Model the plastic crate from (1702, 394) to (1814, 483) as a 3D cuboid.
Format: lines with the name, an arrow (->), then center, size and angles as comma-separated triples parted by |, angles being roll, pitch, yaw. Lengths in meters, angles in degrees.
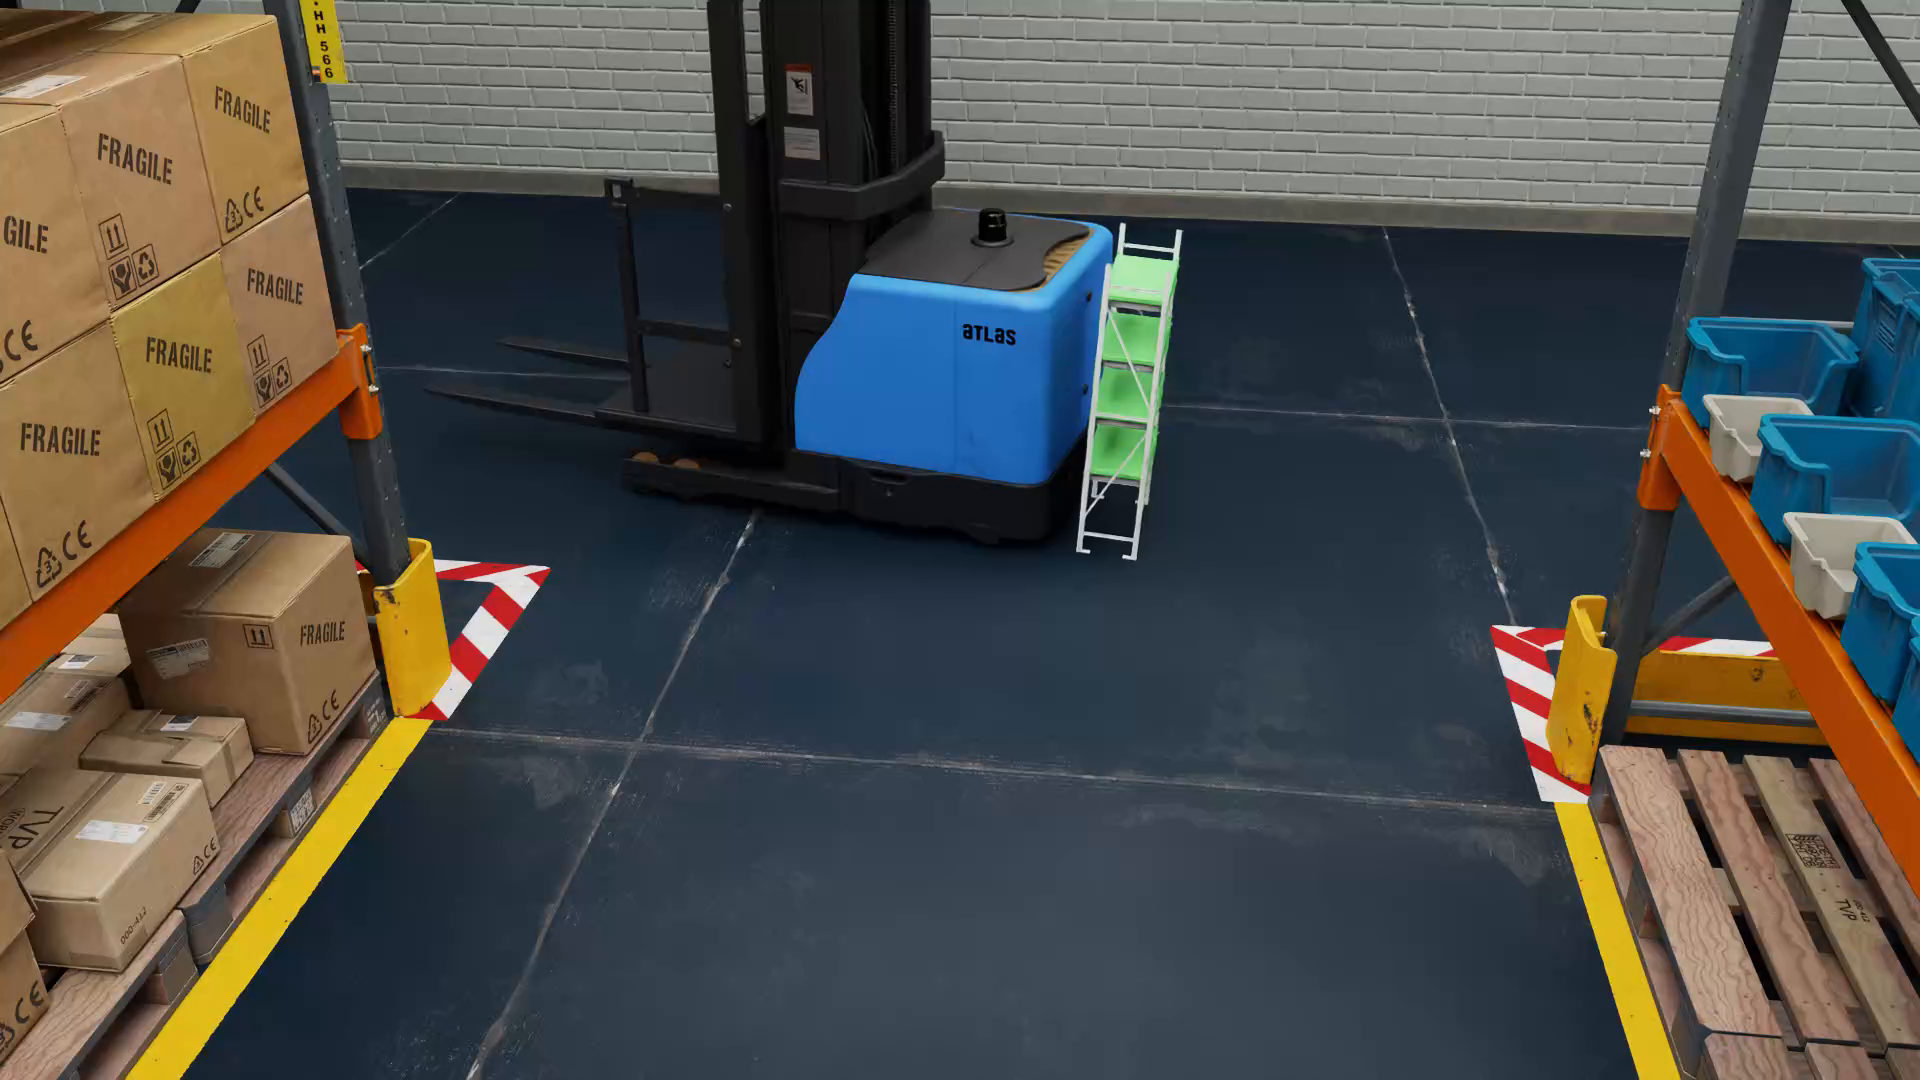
plastic crate -> 2.055, -0.246, 4.259 | 0.250, 0.136, 0.298 | 3, 28, 6

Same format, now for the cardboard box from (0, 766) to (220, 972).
cardboard box -> -2.351, 0.864, 4.420 | 0.500, 0.250, 0.500 | 3, 28, 6

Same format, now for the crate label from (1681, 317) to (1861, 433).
crate label -> 2.176, -0.435, 4.508 | 0.416, 0.233, 0.303 | 3, 28, 6

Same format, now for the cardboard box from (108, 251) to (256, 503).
cardboard box -> -2.227, -0.442, 4.302 | 0.500, 0.500, 0.500 | 4, 29, 7

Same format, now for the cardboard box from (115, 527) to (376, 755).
cardboard box -> -2.205, 0.308, 5.187 | 0.500, 0.500, 0.500 | 3, 28, 6

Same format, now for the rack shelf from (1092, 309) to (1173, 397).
rack shelf -> 0.673, -0.732, 6.458 | 0.258, 0.148, 0.480 | 8, 29, 8

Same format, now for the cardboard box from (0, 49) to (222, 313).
cardboard box -> -2.225, -0.890, 4.079 | 0.500, 0.500, 0.500 | 4, 29, 8

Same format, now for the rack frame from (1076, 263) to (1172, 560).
rack frame -> 0.616, -0.464, 6.332 | 0.240, 1.200, 0.015 | 8, 29, 8

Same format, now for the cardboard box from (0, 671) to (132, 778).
cardboard box -> -2.792, 0.623, 4.867 | 0.500, 0.250, 0.500 | 3, 28, 6

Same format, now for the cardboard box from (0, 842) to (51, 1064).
cardboard box -> -2.648, 1.035, 3.835 | 0.797, 0.503, 0.637 | 3, 28, 6

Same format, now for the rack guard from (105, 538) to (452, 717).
rack guard -> -2.392, 0.267, 5.727 | 1.175, 0.500, 0.348 | 3, 28, 6

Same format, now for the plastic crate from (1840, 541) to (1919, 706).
plastic crate -> 2.015, 0.185, 3.358 | 0.416, 0.233, 0.300 | 3, 28, 6

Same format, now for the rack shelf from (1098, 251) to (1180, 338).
rack shelf -> 0.686, -0.942, 6.342 | 0.258, 0.148, 0.480 | 8, 29, 8

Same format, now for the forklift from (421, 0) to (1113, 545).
forklift -> -0.920, -1.689, 6.795 | 3.031, 2.935, 1.130 | 10, 30, 18

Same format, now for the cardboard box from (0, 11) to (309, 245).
cardboard box -> -2.164, -1.128, 4.521 | 0.500, 0.500, 0.500 | 3, 28, 6

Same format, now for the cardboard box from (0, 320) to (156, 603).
cardboard box -> -2.294, -0.207, 3.867 | 0.500, 0.500, 0.500 | 4, 29, 7

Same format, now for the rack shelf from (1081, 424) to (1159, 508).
rack shelf -> 0.646, -0.313, 6.690 | 0.258, 0.148, 0.480 | 8, 29, 8

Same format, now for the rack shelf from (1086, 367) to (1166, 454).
rack shelf -> 0.659, -0.522, 6.574 | 0.258, 0.148, 0.480 | 8, 29, 8

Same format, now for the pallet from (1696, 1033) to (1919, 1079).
pallet -> 2.241, 1.607, 3.545 | 1.003, 0.211, 1.213 | 3, 28, 6

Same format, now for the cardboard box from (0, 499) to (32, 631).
cardboard box -> -2.356, 0.030, 3.427 | 0.500, 0.500, 0.500 | 3, 28, 5

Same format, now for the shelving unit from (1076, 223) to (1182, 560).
shelving unit -> 0.663, -0.578, 6.543 | 0.258, 1.200, 0.503 | 8, 29, 8

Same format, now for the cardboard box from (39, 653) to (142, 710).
cardboard box -> -2.806, 0.480, 5.221 | 0.380, 0.166, 0.250 | 3, 28, 6

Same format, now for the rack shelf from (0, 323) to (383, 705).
rack shelf -> -2.628, 0.389, 3.623 | 1.077, 0.370, 4.000 | 3, 28, 6

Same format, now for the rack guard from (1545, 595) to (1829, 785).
rack guard -> 2.523, 0.509, 5.278 | 1.175, 0.500, 0.348 | 3, 28, 6

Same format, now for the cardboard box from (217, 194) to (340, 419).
cardboard box -> -2.167, -0.686, 4.756 | 0.500, 0.500, 0.500 | 4, 29, 8

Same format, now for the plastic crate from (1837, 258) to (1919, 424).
plastic crate -> 2.677, -0.453, 4.327 | 0.616, 0.435, 0.499 | 3, 28, 6

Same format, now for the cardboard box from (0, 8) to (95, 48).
cardboard box -> -2.699, -1.160, 4.580 | 0.500, 0.500, 0.500 | 4, 29, 8

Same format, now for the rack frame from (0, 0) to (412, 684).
rack frame -> -2.383, -0.869, 5.200 | 1.000, 3.000, 0.127 | 3, 28, 6

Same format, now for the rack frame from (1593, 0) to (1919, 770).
rack frame -> 2.533, -0.579, 4.663 | 1.000, 3.000, 0.127 | 3, 28, 6

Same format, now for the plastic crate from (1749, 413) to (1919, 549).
plastic crate -> 2.095, -0.125, 3.933 | 0.416, 0.233, 0.300 | 3, 28, 6

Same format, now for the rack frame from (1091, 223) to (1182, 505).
rack frame -> 0.709, -0.692, 6.754 | 0.240, 1.200, 0.015 | 8, 29, 8

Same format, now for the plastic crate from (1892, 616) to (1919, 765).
plastic crate -> 1.978, 0.326, 3.095 | 0.416, 0.233, 0.300 | 3, 28, 6

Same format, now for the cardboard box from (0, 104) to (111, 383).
cardboard box -> -2.284, -0.645, 3.626 | 0.500, 0.500, 0.500 | 4, 29, 8

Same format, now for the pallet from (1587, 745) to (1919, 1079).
pallet -> 2.393, 1.034, 4.608 | 1.003, 0.211, 1.213 | 3, 28, 6

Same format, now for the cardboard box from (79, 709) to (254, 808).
cardboard box -> -2.344, 0.640, 4.922 | 0.380, 0.166, 0.250 | 3, 28, 6

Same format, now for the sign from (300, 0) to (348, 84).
sign -> -1.834, -1.476, 4.773 | 0.100, 0.325, 0.005 | 3, 28, 6

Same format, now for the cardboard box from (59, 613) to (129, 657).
cardboard box -> -2.775, 0.370, 5.443 | 0.380, 0.149, 0.250 | 3, 28, 6

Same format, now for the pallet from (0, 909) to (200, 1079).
pallet -> -2.641, 1.343, 4.036 | 1.003, 0.211, 1.213 | 3, 28, 6

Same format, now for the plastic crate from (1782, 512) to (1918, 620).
plastic crate -> 1.971, 0.073, 3.667 | 0.250, 0.136, 0.298 | 3, 28, 6

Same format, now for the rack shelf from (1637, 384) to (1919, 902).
rack shelf -> 2.288, 0.679, 3.086 | 1.077, 0.370, 4.000 | 3, 28, 6

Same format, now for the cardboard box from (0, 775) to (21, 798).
cardboard box -> -2.853, 0.858, 4.430 | 0.500, 0.250, 0.500 | 3, 28, 6

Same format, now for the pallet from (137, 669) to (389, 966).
pallet -> -2.489, 0.770, 5.099 | 1.003, 0.211, 1.213 | 3, 28, 6
